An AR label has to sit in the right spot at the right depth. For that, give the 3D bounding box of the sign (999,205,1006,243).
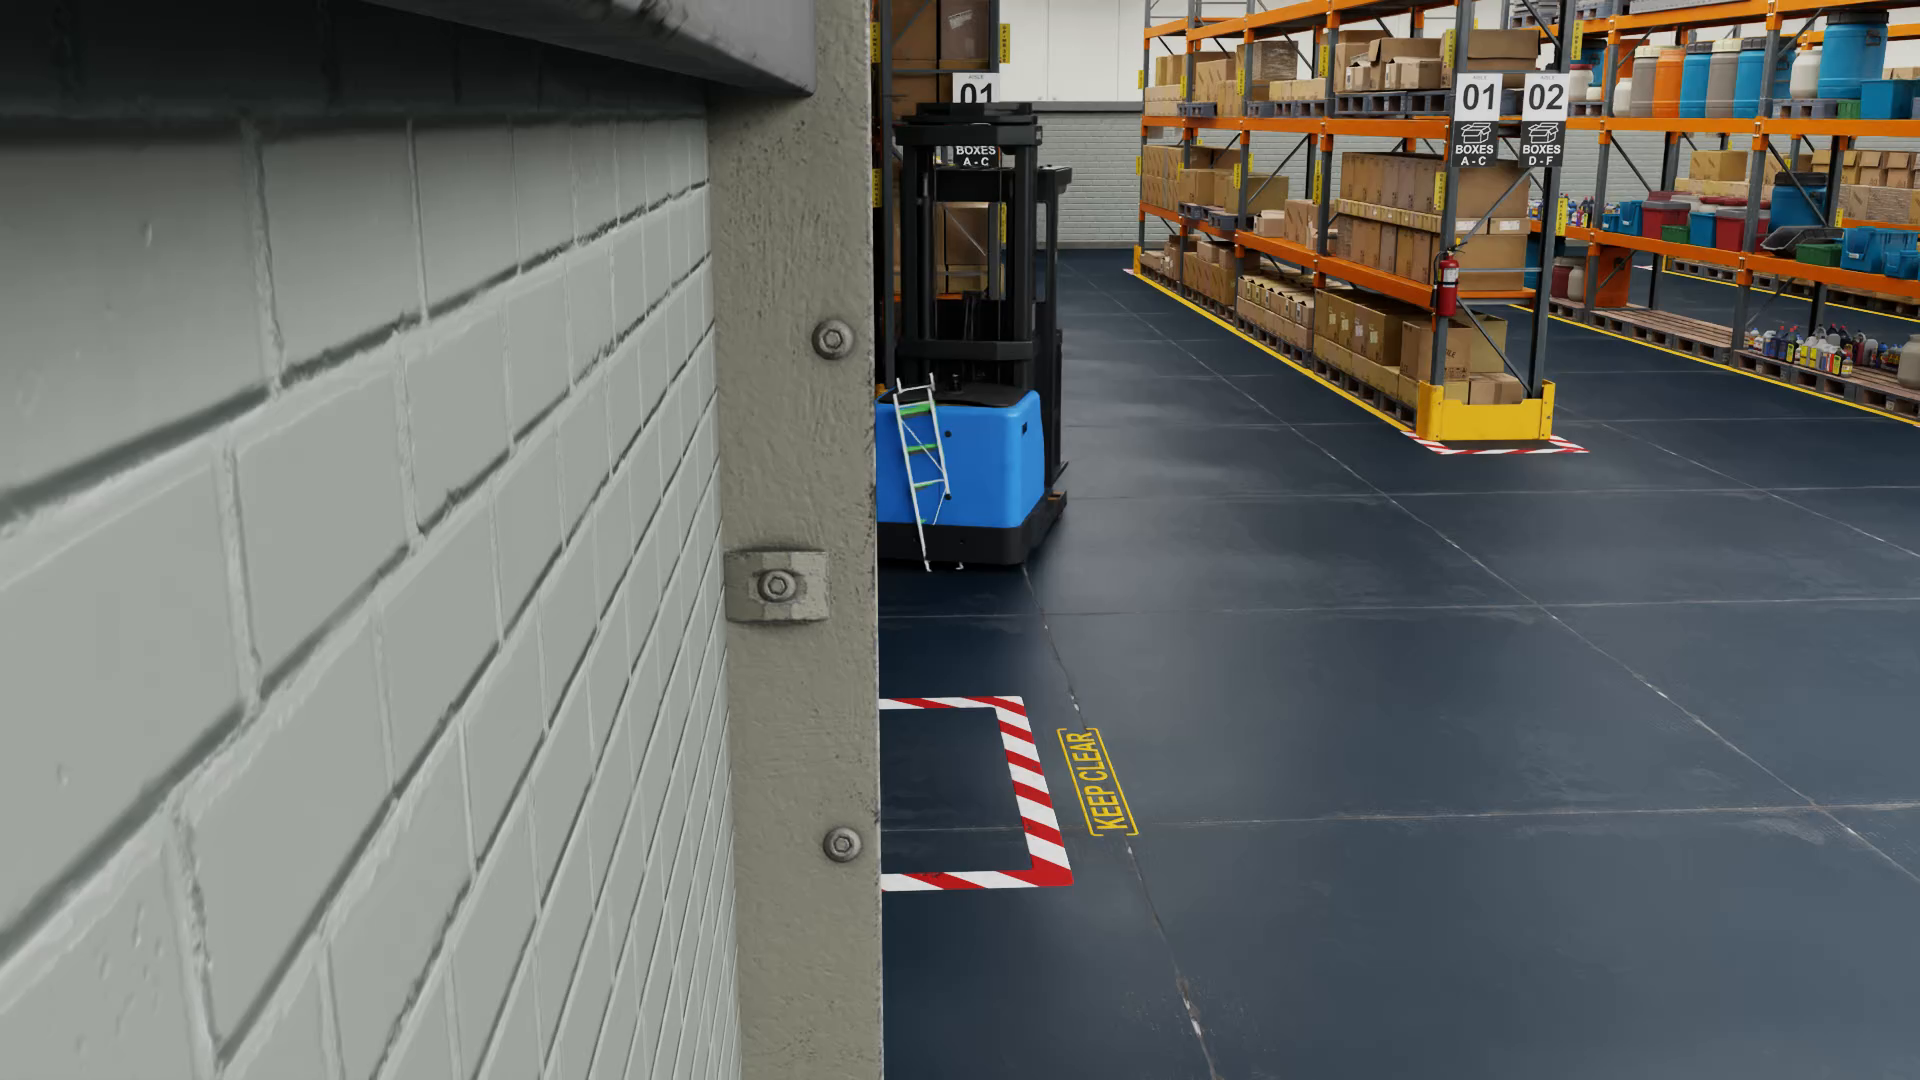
[{"bbox_3d":[0.375,-2.755,14.477,0.100,0.325,0.005,-1,14,-3],"label":"sign"}]

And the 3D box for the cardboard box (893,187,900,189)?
[{"bbox_3d":[-0.439,-3.850,19.385,0.700,0.500,0.500,1,14,2],"label":"cardboard box"}]

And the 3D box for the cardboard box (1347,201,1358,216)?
[{"bbox_3d":[4.386,-3.566,17.862,0.380,0.149,0.250,-1,14,-5],"label":"cardboard box"}]

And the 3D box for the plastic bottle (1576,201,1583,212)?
[{"bbox_3d":[9.402,-5.004,25.204,0.152,0.276,0.135,-1,14,-3],"label":"plastic bottle"}]

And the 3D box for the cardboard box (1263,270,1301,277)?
[{"bbox_3d":[4.539,-3.514,23.299,0.500,0.500,0.500,0,14,-1],"label":"cardboard box"}]

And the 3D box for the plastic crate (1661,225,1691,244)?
[{"bbox_3d":[9.084,-3.801,20.705,0.450,0.188,0.662,-1,14,-3],"label":"plastic crate"}]

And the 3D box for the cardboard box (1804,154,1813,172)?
[{"bbox_3d":[14.147,-6.099,27.409,0.500,0.500,0.500,-1,14,-3],"label":"cardboard box"}]

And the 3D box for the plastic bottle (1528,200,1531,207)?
[{"bbox_3d":[8.684,-5.053,25.396,0.152,0.276,0.135,-1,14,-3],"label":"plastic bottle"}]

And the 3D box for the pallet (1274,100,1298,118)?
[{"bbox_3d":[4.485,-5.310,20.504,1.003,0.211,1.213,0,14,-1],"label":"pallet"}]

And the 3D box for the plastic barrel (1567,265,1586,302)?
[{"bbox_3d":[9.054,-3.729,24.149,0.421,0.512,0.421,0,14,0],"label":"plastic barrel"}]

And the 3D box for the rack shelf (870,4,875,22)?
[{"bbox_3d":[-0.538,-6.183,19.743,1.077,0.370,4.000,-1,14,-3],"label":"rack shelf"}]

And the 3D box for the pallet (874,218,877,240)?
[{"bbox_3d":[-0.512,-4.048,21.626,1.213,0.211,1.003,-1,14,-3],"label":"pallet"}]

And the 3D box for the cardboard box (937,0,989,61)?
[{"bbox_3d":[0.052,-4.422,14.425,0.500,0.500,0.500,-2,15,-7],"label":"cardboard box"}]

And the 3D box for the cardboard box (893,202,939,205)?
[{"bbox_3d":[-0.429,-2.867,15.405,0.500,0.500,0.500,-1,14,-3],"label":"cardboard box"}]

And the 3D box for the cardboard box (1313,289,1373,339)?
[{"bbox_3d":[4.246,-2.514,18.449,0.500,0.500,0.500,-1,14,-3],"label":"cardboard box"}]

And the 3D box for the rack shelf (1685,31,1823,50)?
[{"bbox_3d":[13.798,-8.402,28.368,1.077,0.370,4.000,-1,14,-3],"label":"rack shelf"}]

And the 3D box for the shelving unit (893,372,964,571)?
[{"bbox_3d":[-0.196,-0.437,10.806,0.258,1.200,0.503,-9,17,3],"label":"shelving unit"}]

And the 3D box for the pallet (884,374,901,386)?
[{"bbox_3d":[-0.259,-1.501,16.937,1.003,0.211,1.213,-1,14,-3],"label":"pallet"}]

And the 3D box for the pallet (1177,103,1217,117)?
[{"bbox_3d":[4.004,-6.587,25.467,1.213,0.211,1.003,-1,14,-3],"label":"pallet"}]

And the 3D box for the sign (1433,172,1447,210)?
[{"bbox_3d":[4.235,-3.075,14.660,0.100,0.325,0.005,-1,14,-3],"label":"sign"}]

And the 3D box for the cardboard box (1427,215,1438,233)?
[{"bbox_3d":[4.546,-2.924,15.370,0.380,0.149,0.250,-1,14,-2],"label":"cardboard box"}]

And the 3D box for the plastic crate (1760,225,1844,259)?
[{"bbox_3d":[9.379,-3.313,18.507,0.767,0.338,0.504,-1,14,-3],"label":"plastic crate"}]

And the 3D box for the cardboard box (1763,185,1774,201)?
[{"bbox_3d":[13.632,-5.718,27.435,0.500,0.250,0.500,-1,14,-4],"label":"cardboard box"}]

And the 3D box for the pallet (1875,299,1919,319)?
[{"bbox_3d":[14.196,-3.393,24.290,1.003,0.211,1.213,-1,14,-3],"label":"pallet"}]

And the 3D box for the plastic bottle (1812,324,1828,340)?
[{"bbox_3d":[9.657,-2.247,18.674,0.144,0.351,0.185,-1,14,-3],"label":"plastic bottle"}]

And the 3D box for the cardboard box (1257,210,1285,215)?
[{"bbox_3d":[4.261,-4.260,22.242,0.500,0.311,0.500,0,14,0],"label":"cardboard box"}]

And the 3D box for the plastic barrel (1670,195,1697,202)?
[{"bbox_3d":[9.503,-4.271,21.884,0.421,0.512,0.421,0,14,0],"label":"plastic barrel"}]

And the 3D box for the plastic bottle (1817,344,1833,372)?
[{"bbox_3d":[9.173,-1.922,17.559,0.152,0.276,0.135,-1,14,-5],"label":"plastic bottle"}]

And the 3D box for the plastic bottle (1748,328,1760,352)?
[{"bbox_3d":[9.056,-2.281,18.963,0.097,0.271,0.097,0,14,0],"label":"plastic bottle"}]

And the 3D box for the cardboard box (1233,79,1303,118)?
[{"bbox_3d":[4.221,-6.003,22.619,0.910,0.500,0.500,-1,14,-3],"label":"cardboard box"}]

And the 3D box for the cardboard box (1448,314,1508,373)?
[{"bbox_3d":[4.933,-1.901,16.064,0.500,0.500,0.500,-1,14,-3],"label":"cardboard box"}]

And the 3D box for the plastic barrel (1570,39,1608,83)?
[{"bbox_3d":[9.237,-6.941,24.616,0.600,0.901,0.708,-1,14,-3],"label":"plastic barrel"}]

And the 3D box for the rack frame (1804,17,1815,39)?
[{"bbox_3d":[13.922,-8.446,26.295,1.000,3.000,0.127,-1,14,-3],"label":"rack frame"}]

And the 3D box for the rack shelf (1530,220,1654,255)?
[{"bbox_3d":[9.102,-4.619,24.902,1.077,0.370,4.000,-1,14,-3],"label":"rack shelf"}]

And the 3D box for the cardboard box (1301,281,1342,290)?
[{"bbox_3d":[4.627,-3.156,21.324,0.500,0.311,0.500,-1,14,-4],"label":"cardboard box"}]

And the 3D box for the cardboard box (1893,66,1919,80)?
[{"bbox_3d":[13.918,-6.615,24.152,0.500,0.500,0.500,0,14,0],"label":"cardboard box"}]

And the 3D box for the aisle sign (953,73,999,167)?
[{"bbox_3d":[0.137,-3.573,14.176,0.394,0.787,0.004,-1,14,-3],"label":"aisle sign"}]

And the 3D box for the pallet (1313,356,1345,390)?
[{"bbox_3d":[4.537,-1.851,18.295,1.003,0.211,1.213,-1,14,-3],"label":"pallet"}]

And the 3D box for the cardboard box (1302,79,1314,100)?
[{"bbox_3d":[4.472,-5.459,20.163,0.500,0.250,0.500,-2,15,-8],"label":"cardboard box"}]

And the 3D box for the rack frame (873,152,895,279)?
[{"bbox_3d":[-0.910,-5.312,26.151,1.000,3.000,0.127,-1,14,-3],"label":"rack frame"}]

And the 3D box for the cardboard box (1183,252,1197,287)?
[{"bbox_3d":[3.821,-4.267,26.226,0.500,0.500,0.500,-2,15,-6],"label":"cardboard box"}]

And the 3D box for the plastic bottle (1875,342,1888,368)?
[{"bbox_3d":[9.880,-1.988,17.826,0.097,0.271,0.097,0,14,0],"label":"plastic bottle"}]

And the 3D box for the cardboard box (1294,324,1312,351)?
[{"bbox_3d":[4.215,-2.370,19.393,0.500,0.250,0.500,-1,14,-4],"label":"cardboard box"}]

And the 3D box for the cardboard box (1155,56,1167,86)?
[{"bbox_3d":[3.781,-8.116,28.823,0.700,0.500,0.500,-1,14,-3],"label":"cardboard box"}]

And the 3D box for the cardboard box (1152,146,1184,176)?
[{"bbox_3d":[3.617,-6.548,28.748,0.500,0.500,0.500,-1,14,-3],"label":"cardboard box"}]

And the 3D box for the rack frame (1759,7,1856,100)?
[{"bbox_3d":[9.474,-6.380,18.265,1.000,3.000,0.127,-1,14,-3],"label":"rack frame"}]

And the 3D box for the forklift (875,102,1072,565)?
[{"bbox_3d":[0.179,-1.581,11.790,1.130,2.935,3.031,3,15,12],"label":"forklift"}]

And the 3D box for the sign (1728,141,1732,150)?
[{"bbox_3d":[14.216,-7.216,30.754,0.100,0.325,0.005,-1,14,-3],"label":"sign"}]

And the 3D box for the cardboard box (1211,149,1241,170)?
[{"bbox_3d":[4.286,-6.043,26.787,0.500,0.500,0.500,-1,14,-2],"label":"cardboard box"}]

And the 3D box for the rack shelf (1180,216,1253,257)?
[{"bbox_3d":[4.158,-4.543,24.608,1.077,0.370,4.000,-1,14,-3],"label":"rack shelf"}]

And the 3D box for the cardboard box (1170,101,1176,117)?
[{"bbox_3d":[3.718,-7.010,27.035,0.500,0.250,0.500,-1,14,-3],"label":"cardboard box"}]

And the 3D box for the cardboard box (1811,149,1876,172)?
[{"bbox_3d":[13.969,-5.917,26.288,0.797,0.503,0.637,-1,14,-5],"label":"cardboard box"}]
